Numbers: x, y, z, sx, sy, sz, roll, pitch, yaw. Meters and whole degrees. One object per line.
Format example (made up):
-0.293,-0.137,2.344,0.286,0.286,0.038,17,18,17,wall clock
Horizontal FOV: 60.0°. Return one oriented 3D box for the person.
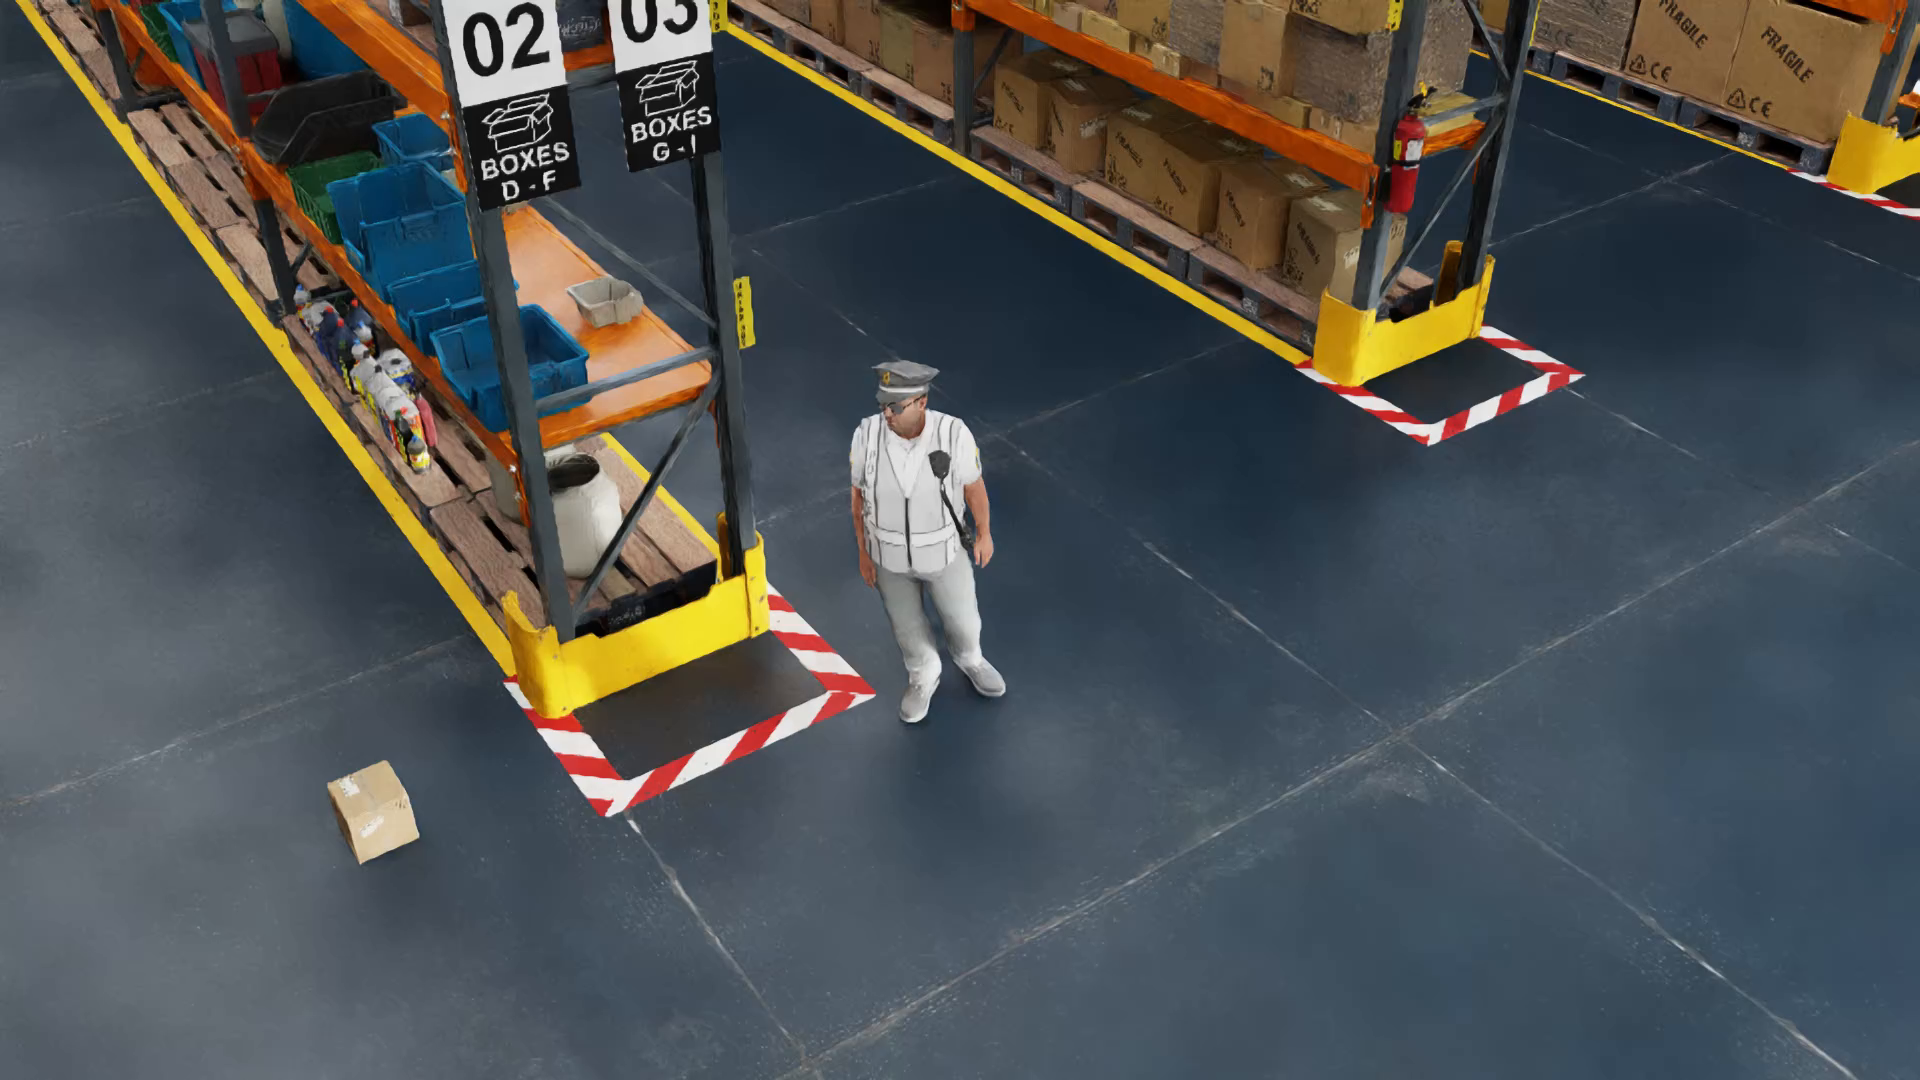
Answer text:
-0.123,0.001,6.978,0.656,1.755,0.501,3,36,4,person
